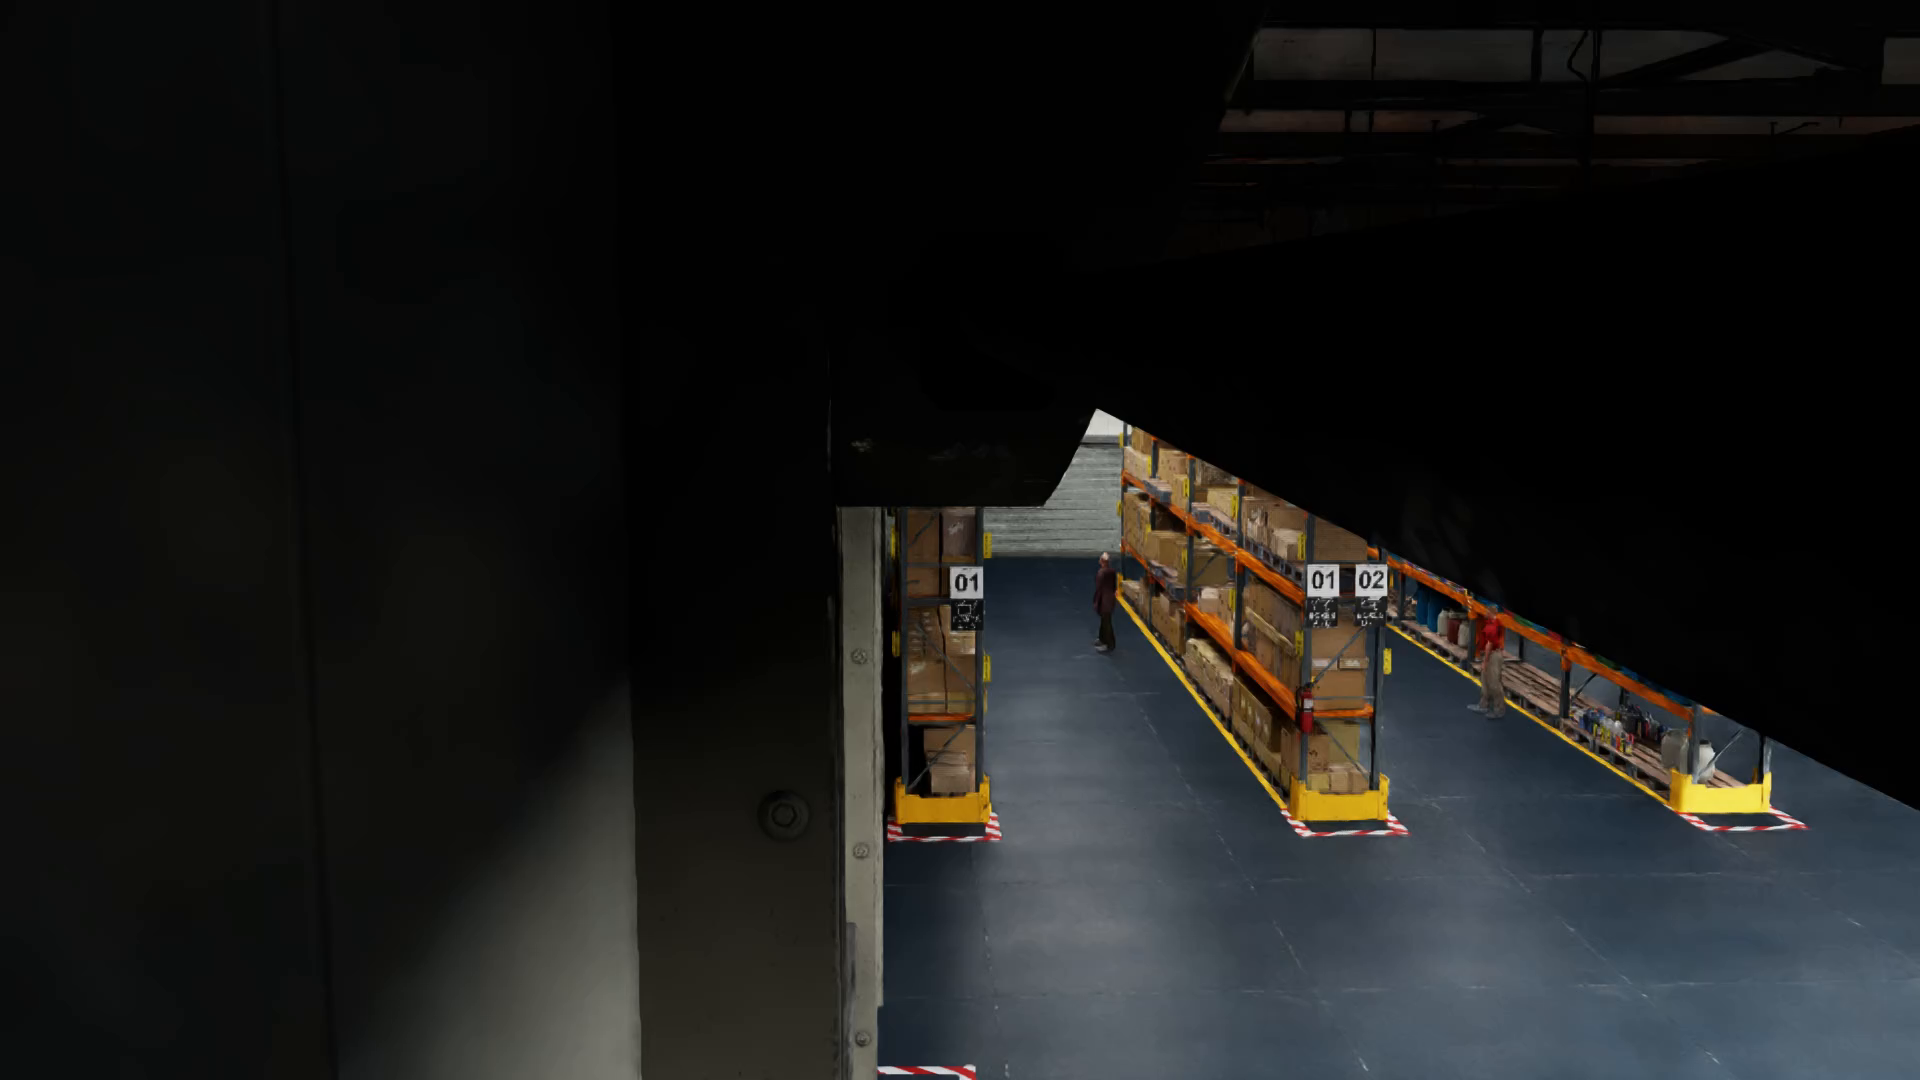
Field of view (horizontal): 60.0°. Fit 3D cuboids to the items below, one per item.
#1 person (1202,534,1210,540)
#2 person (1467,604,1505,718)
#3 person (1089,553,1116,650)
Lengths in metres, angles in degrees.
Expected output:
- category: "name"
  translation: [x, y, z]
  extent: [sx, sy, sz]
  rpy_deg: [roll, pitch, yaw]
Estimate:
- category: "person"
  translation: [5.868, -0.128, 40.167]
  extent: [0.461, 1.671, 0.651]
  rpy_deg: [6, 10, 39]
- category: "person"
  translation: [8.206, 1.845, 25.821]
  extent: [0.593, 1.719, 0.651]
  rpy_deg: [3, 9, 22]
- category: "person"
  translation: [2.645, 1.113, 30.793]
  extent: [0.636, 1.775, 0.677]
  rpy_deg: [5, 9, 29]
